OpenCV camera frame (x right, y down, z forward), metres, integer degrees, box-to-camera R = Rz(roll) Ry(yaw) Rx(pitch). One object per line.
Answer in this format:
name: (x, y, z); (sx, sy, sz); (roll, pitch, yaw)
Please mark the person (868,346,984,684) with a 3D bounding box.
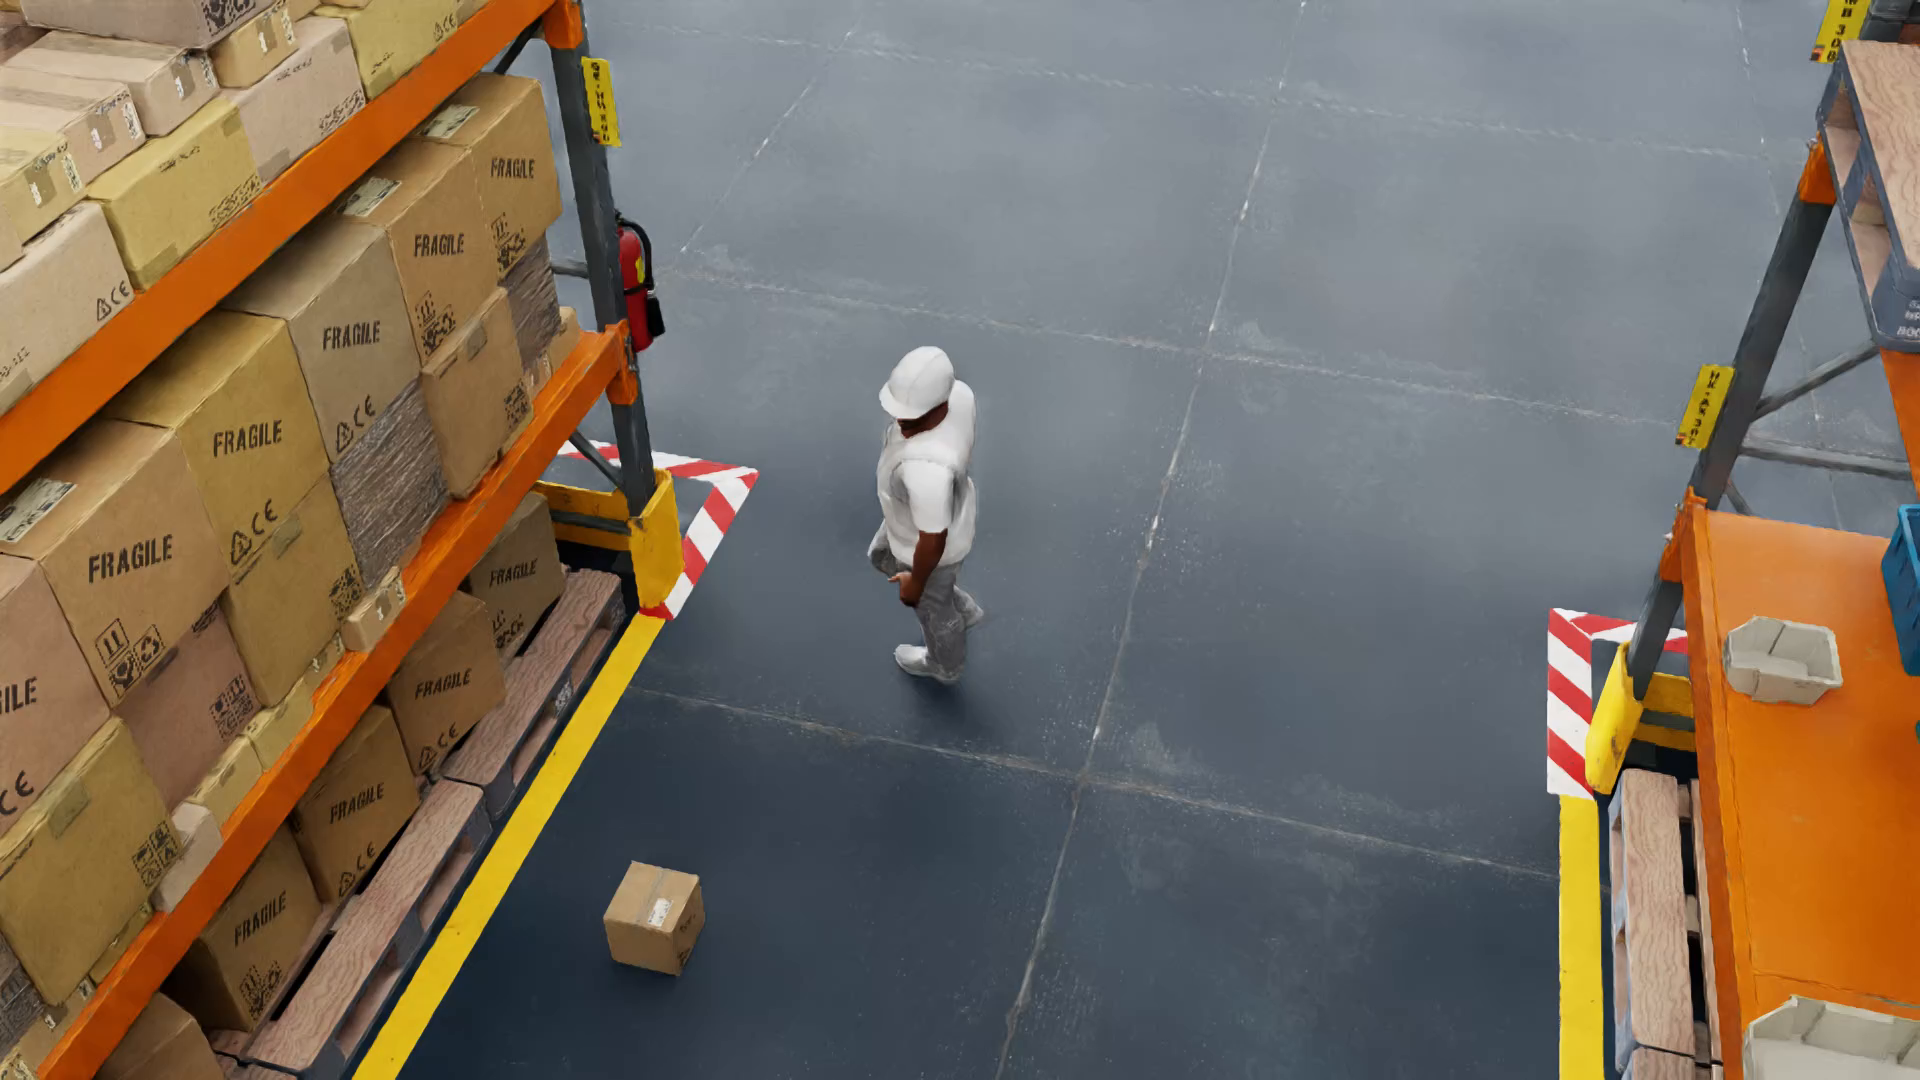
person: (-0.155, -0.068, 6.201); (0.446, 1.759, 0.749); (6, 41, 7)
